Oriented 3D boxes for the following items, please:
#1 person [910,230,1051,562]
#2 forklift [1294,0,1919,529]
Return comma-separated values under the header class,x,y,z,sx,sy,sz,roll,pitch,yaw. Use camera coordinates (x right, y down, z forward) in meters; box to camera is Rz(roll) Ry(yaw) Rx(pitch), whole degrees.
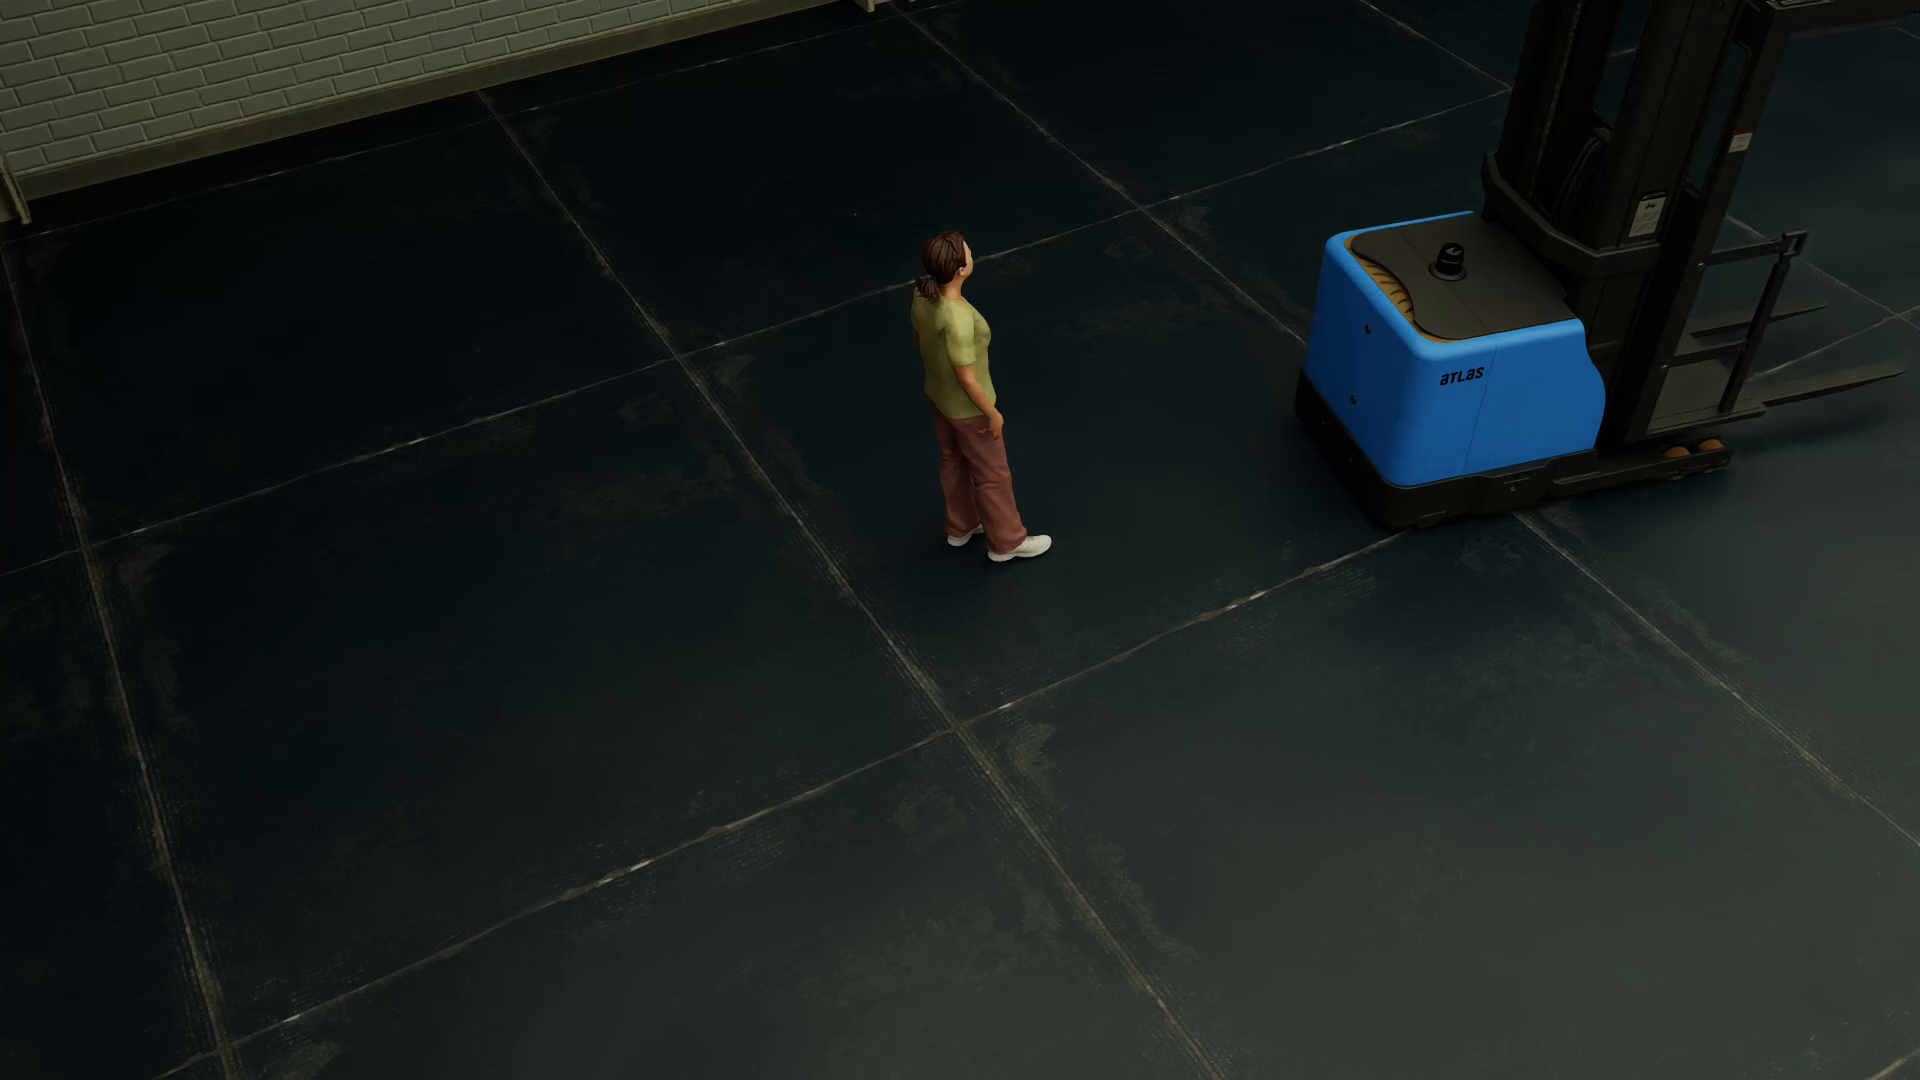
class,x,y,z,sx,sy,sz,roll,pitch,yaw
person,0.070,-0.638,7.298,0.548,1.673,0.553,-21,47,-21
forklift,3.280,-1.702,7.533,3.031,2.935,1.130,-12,44,-12
